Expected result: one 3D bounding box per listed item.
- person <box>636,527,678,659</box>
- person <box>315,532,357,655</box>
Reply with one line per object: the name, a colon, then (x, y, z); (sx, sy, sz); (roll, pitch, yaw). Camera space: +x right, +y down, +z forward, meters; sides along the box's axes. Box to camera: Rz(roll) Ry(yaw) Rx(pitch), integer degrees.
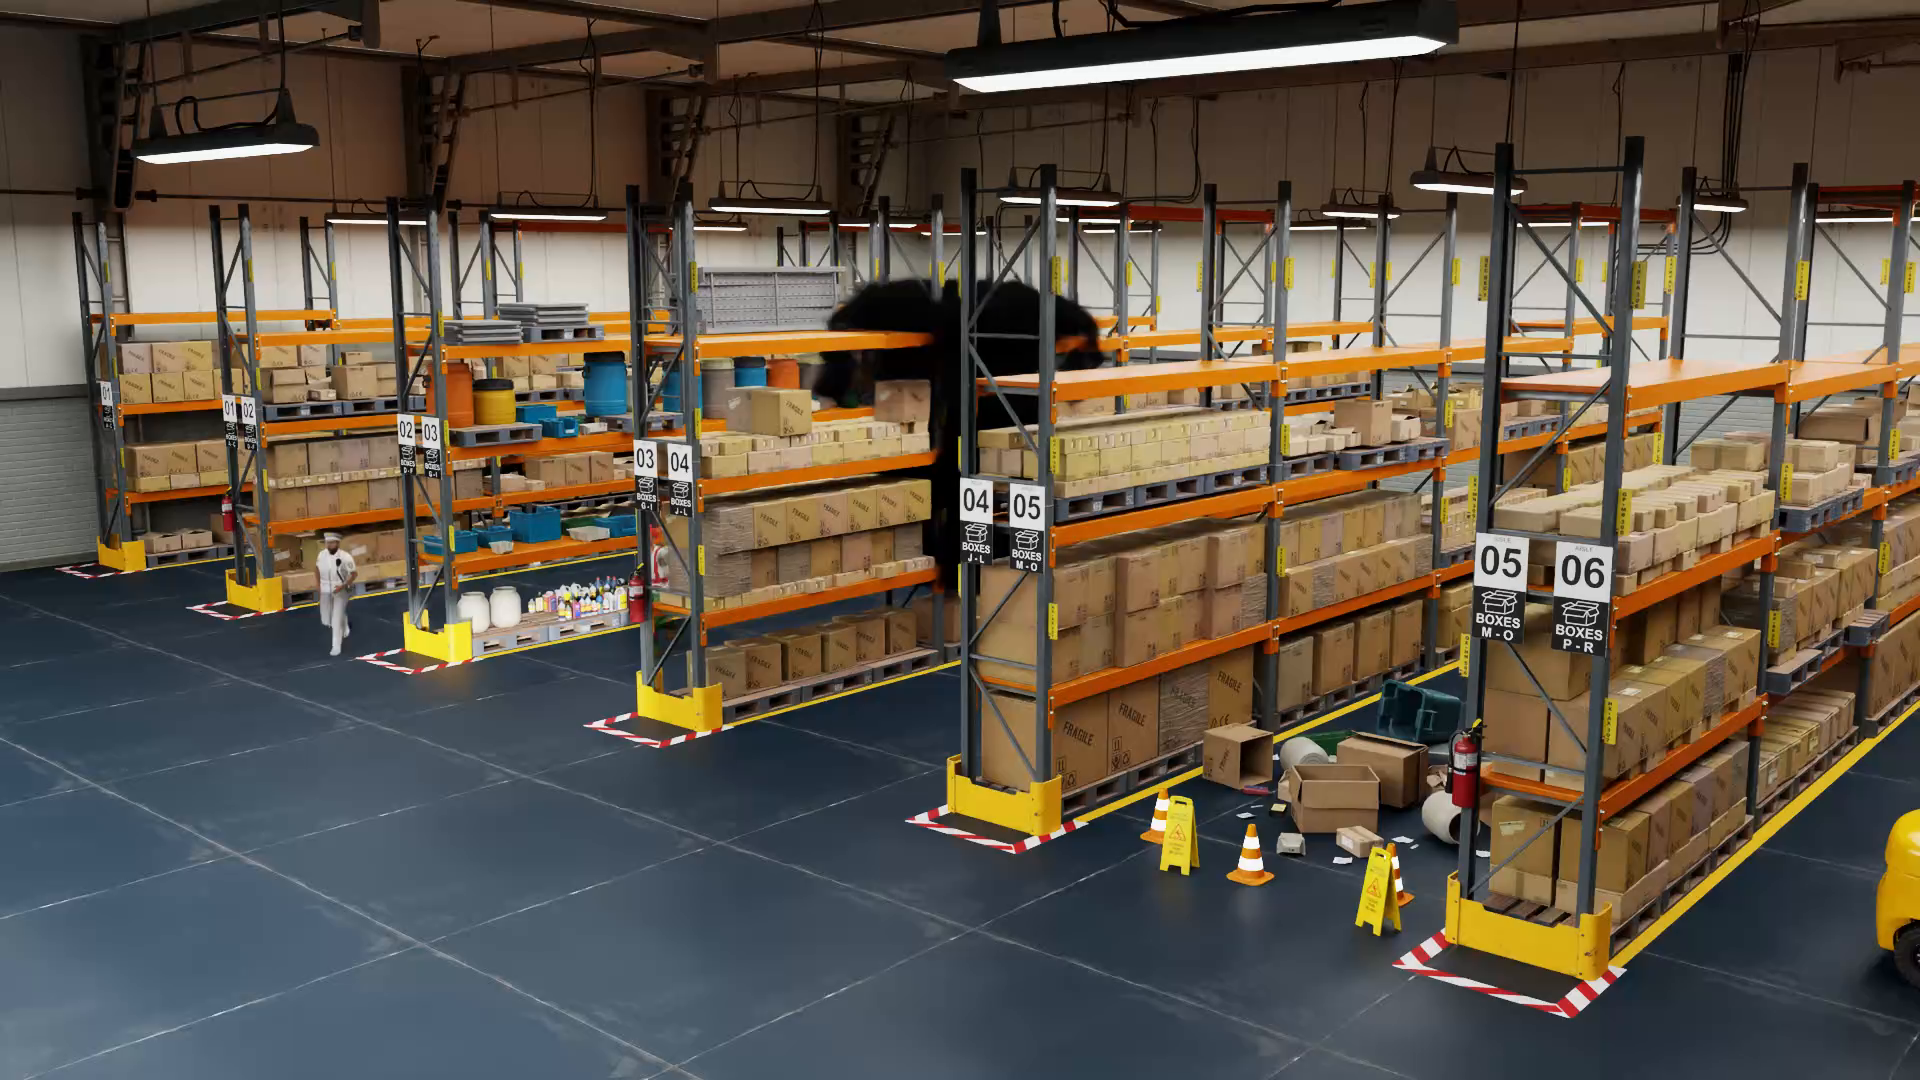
person: (-3.987, 0.682, 21.953); (0.655, 1.764, 0.678); (5, 11, 28)
person: (-8.331, 0.690, 22.213); (0.594, 1.662, 0.594); (1, 10, 5)
